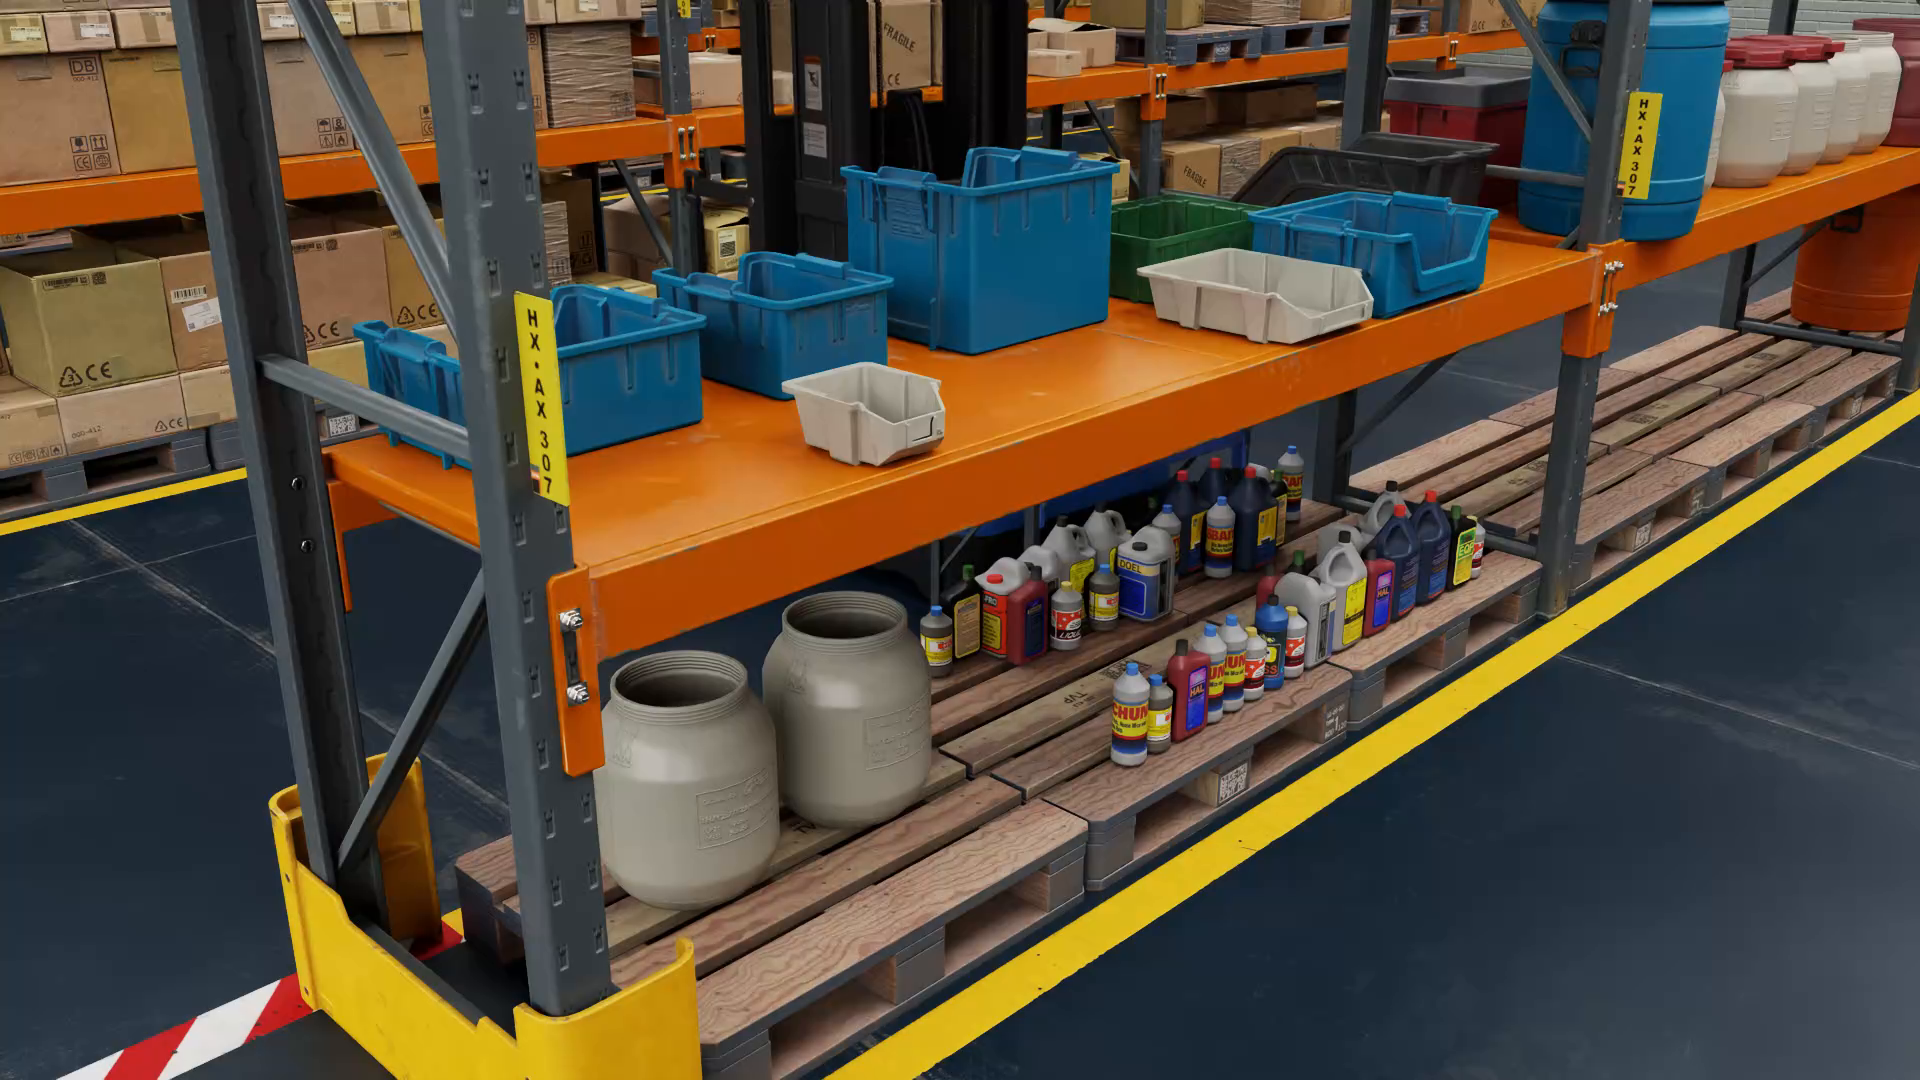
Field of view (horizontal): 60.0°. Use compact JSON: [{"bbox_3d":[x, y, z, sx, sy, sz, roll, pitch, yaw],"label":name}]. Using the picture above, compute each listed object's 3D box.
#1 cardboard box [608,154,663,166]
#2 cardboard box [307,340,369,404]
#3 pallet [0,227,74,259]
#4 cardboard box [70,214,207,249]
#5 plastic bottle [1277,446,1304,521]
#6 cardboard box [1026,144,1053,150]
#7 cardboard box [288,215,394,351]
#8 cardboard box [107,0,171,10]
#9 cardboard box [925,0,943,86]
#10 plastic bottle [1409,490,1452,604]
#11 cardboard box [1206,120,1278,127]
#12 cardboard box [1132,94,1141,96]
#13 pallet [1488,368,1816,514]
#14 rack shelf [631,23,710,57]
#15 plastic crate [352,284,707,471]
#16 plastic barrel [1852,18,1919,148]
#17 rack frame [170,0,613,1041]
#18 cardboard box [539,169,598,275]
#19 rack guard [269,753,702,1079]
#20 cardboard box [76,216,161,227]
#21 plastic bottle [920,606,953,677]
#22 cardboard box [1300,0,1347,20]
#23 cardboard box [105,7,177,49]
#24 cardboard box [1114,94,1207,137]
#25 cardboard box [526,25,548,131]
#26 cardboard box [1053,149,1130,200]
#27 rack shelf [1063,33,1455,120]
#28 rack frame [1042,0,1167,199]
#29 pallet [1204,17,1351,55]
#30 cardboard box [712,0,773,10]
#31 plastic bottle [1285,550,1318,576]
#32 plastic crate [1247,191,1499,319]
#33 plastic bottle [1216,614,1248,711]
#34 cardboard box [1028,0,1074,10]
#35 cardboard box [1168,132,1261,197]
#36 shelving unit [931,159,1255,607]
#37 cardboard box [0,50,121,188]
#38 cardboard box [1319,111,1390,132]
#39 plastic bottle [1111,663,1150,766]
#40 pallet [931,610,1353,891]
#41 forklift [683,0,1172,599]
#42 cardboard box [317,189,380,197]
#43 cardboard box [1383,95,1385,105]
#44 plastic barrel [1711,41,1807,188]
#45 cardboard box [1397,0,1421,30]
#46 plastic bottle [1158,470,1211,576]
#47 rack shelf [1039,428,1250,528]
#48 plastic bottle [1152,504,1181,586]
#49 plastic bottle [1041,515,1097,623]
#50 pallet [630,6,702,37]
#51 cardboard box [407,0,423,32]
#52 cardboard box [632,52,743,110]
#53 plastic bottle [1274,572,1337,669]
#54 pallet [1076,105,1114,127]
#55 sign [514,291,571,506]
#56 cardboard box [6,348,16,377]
[{"bbox_3d":[-3.019,-3.602,14.637,0.500,0.500,0.700,-20,29,-41],"label":"cardboard box"},{"bbox_3d":[-3.002,-0.847,7.843,0.500,0.250,0.500,19,28,41],"label":"cardboard box"},{"bbox_3d":[-6.639,-1.936,11.316,1.003,0.211,1.213,19,28,41],"label":"pallet"},{"bbox_3d":[-3.735,-1.202,7.724,0.500,0.500,0.500,19,28,41],"label":"cardboard box"},{"bbox_3d":[1.217,-0.214,6.140,0.097,0.271,0.097,0,21,0],"label":"plastic bottle"},{"bbox_3d":[0.422,-2.636,11.718,0.500,0.311,0.500,-19,28,-40],"label":"cardboard box"},{"bbox_3d":[-3.001,-1.196,7.708,0.500,0.500,0.500,19,28,41],"label":"cardboard box"},{"bbox_3d":[-3.497,-2.516,6.991,0.700,0.500,0.500,19,28,41],"label":"cardboard box"},{"bbox_3d":[-0.161,-3.134,10.409,0.500,0.500,0.500,17,27,38],"label":"cardboard box"},{"bbox_3d":[1.511,0.015,5.435,0.144,0.351,0.185,18,28,39],"label":"plastic bottle"},{"bbox_3d":[2.205,-3.130,13.409,0.500,0.500,0.500,18,27,39],"label":"cardboard box"},{"bbox_3d":[1.911,-5.385,19.302,0.700,0.500,0.500,18,27,39],"label":"cardboard box"},{"bbox_3d":[3.125,-0.479,7.527,1.003,0.211,1.213,19,28,41],"label":"pallet"},{"bbox_3d":[-3.949,-3.912,13.574,1.077,0.370,4.000,19,28,41],"label":"rack shelf"},{"bbox_3d":[-0.902,-0.360,3.538,0.499,0.251,0.616,19,28,41],"label":"plastic crate"},{"bbox_3d":[4.437,-2.151,7.800,0.600,0.536,0.708,19,28,41],"label":"plastic barrel"},{"bbox_3d":[-1.037,-0.226,2.982,1.000,3.000,0.127,19,28,41],"label":"rack frame"},{"bbox_3d":[-2.341,-1.717,9.062,0.500,0.500,0.500,19,28,41],"label":"cardboard box"},{"bbox_3d":[-1.017,0.909,3.512,1.175,0.500,0.348,19,28,41],"label":"rack guard"},{"bbox_3d":[-6.040,-2.496,11.757,0.500,0.500,0.500,17,27,37],"label":"cardboard box"},{"bbox_3d":[-0.070,0.293,4.918,0.097,0.201,0.097,0,21,0],"label":"plastic bottle"},{"bbox_3d":[2.600,-4.324,12.920,0.700,0.500,0.500,12,24,27],"label":"cardboard box"},{"bbox_3d":[-3.436,-2.129,6.889,0.380,0.149,0.250,18,27,39],"label":"cardboard box"},{"bbox_3d":[1.518,-3.226,12.614,0.500,0.250,0.500,-19,28,-40],"label":"cardboard box"},{"bbox_3d":[-2.461,-2.289,8.209,0.700,0.500,0.500,19,28,40],"label":"cardboard box"},{"bbox_3d":[0.809,-2.501,11.366,0.500,0.311,0.500,-19,28,-41],"label":"cardboard box"},{"bbox_3d":[2.393,-3.701,13.026,1.077,0.370,4.000,19,28,41],"label":"rack shelf"},{"bbox_3d":[0.998,-3.523,11.560,1.000,3.000,0.127,19,28,41],"label":"rack frame"},{"bbox_3d":[2.351,-3.935,12.898,1.003,0.211,1.213,19,28,41],"label":"pallet"},{"bbox_3d":[-2.032,-5.018,14.866,0.500,0.500,0.500,-19,28,-40],"label":"cardboard box"},{"bbox_3d":[1.060,0.159,5.152,0.061,0.283,0.133,19,28,41],"label":"plastic bottle"},{"bbox_3d":[1.176,-0.832,4.766,0.499,0.251,0.616,19,28,41],"label":"plastic crate"},{"bbox_3d":[0.760,0.340,4.698,0.097,0.271,0.097,0,21,0],"label":"plastic bottle"},{"bbox_3d":[0.626,-6.066,17.756,0.700,0.700,0.980,-20,28,-41],"label":"cardboard box"},{"bbox_3d":[1.881,-2.743,12.401,0.500,0.500,0.500,18,27,39],"label":"cardboard box"},{"bbox_3d":[0.464,-0.468,5.645,1.048,1.500,0.538,-16,26,-38],"label":"shelving unit"},{"bbox_3d":[-3.885,-1.766,6.850,0.500,0.500,0.700,-19,28,-41],"label":"cardboard box"},{"bbox_3d":[3.298,-3.266,13.763,0.500,0.500,0.500,19,28,41],"label":"cardboard box"},{"bbox_3d":[0.451,0.454,4.402,0.097,0.271,0.097,0,21,0],"label":"plastic bottle"},{"bbox_3d":[0.404,0.525,4.915,1.003,0.211,1.213,19,28,41],"label":"pallet"},{"bbox_3d":[-0.507,-1.605,6.664,1.130,2.935,3.031,-16,26,-36],"label":"forklift"},{"bbox_3d":[-4.843,-2.966,12.980,0.500,0.500,0.700,-19,28,-40],"label":"cardboard box"},{"bbox_3d":[3.982,-3.807,15.170,0.500,0.500,0.500,19,28,41],"label":"cardboard box"},{"bbox_3d":[3.090,-1.697,6.620,0.433,0.535,0.433,0,21,0],"label":"plastic barrel"},{"bbox_3d":[3.953,-4.791,14.718,0.500,0.500,0.500,-20,28,-41],"label":"cardboard box"},{"bbox_3d":[0.762,-0.071,5.657,0.144,0.351,0.185,18,27,38],"label":"plastic bottle"},{"bbox_3d":[0.462,-0.299,5.705,1.000,0.185,0.538,-16,26,-38],"label":"rack shelf"},{"bbox_3d":[0.686,0.013,5.549,0.097,0.271,0.097,0,21,0],"label":"plastic bottle"},{"bbox_3d":[0.335,0.086,5.248,0.185,0.351,0.144,-19,28,-40],"label":"plastic bottle"},{"bbox_3d":[-2.975,-4.463,14.271,1.213,0.211,1.003,19,28,41],"label":"pallet"},{"bbox_3d":[-2.540,-2.460,7.750,0.380,0.149,0.250,19,28,40],"label":"cardboard box"},{"bbox_3d":[-1.481,-2.562,9.269,0.500,0.250,0.500,-18,27,-39],"label":"cardboard box"},{"bbox_3d":[1.036,0.223,4.998,0.135,0.276,0.152,-20,28,-41],"label":"plastic bottle"},{"bbox_3d":[1.674,-4.980,19.236,1.003,0.211,1.213,19,28,41],"label":"pallet"},{"bbox_3d":[-0.646,-0.216,2.571,0.100,0.325,0.005,19,28,41],"label":"sign"},{"bbox_3d":[-4.081,-0.723,7.521,0.500,0.250,0.500,19,28,41],"label":"cardboard box"}]
